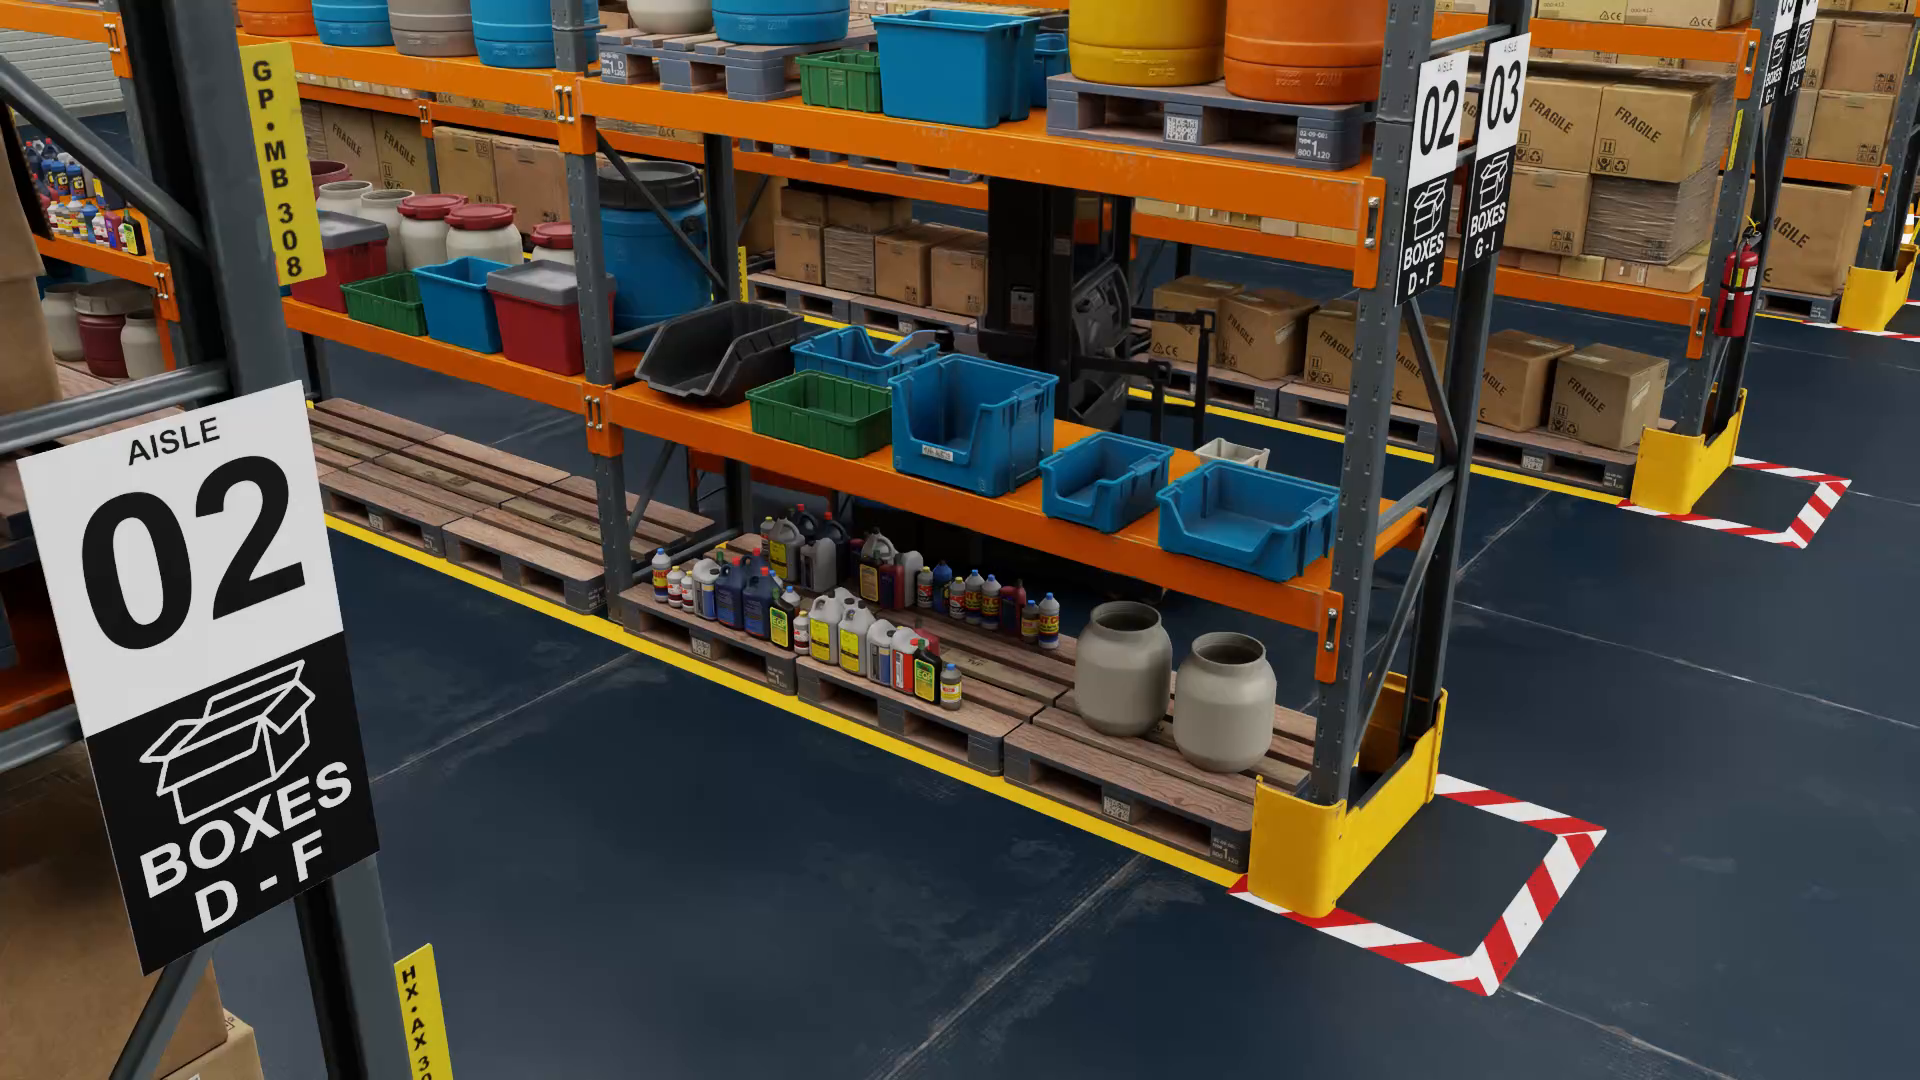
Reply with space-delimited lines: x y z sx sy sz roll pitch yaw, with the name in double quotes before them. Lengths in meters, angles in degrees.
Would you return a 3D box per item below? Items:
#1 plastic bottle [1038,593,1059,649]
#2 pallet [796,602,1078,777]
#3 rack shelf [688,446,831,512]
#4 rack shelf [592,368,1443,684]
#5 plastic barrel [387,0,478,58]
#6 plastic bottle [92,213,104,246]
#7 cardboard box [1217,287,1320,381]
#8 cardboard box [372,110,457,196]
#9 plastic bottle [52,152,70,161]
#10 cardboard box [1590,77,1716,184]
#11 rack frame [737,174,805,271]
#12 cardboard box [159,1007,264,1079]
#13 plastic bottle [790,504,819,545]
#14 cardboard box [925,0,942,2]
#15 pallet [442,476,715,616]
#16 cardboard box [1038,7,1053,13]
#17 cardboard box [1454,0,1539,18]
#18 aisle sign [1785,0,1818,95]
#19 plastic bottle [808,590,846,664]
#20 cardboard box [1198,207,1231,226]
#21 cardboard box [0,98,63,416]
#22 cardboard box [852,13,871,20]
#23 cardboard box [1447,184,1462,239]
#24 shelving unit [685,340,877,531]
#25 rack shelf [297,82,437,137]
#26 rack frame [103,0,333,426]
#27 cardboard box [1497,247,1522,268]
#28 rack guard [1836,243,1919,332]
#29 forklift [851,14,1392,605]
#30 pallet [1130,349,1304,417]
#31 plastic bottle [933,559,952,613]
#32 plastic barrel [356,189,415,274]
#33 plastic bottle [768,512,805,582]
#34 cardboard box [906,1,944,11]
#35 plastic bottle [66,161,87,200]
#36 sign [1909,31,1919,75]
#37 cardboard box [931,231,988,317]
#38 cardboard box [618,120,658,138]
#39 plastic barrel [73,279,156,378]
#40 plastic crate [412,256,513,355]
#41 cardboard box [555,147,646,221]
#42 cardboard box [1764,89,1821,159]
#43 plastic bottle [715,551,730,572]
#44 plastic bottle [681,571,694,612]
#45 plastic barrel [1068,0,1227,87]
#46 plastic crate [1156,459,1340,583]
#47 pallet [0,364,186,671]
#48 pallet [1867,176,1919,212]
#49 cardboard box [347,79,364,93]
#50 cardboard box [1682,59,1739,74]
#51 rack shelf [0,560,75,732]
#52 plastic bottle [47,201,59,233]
"plastic bottle" 0.428 0.382 8.000 0.097 0.271 0.097 0 24 0
"pallet" -0.016 0.654 8.005 1.213 0.211 1.003 17 29 33
"rack shelf" -1.057 -0.425 9.926 1.000 0.278 0.538 13 27 26
"rack shelf" 0.091 -0.280 7.558 4.000 0.370 1.077 17 29 33
"plastic barrel" -2.570 -2.906 8.284 0.600 0.901 0.600 0 24 0
"plastic bottle" -5.633 -2.043 10.913 0.097 0.201 0.097 0 24 0
"cardboard box" 2.220 -1.494 12.000 0.500 0.500 0.500 -16 28 -31
"cardboard box" -5.420 -4.031 17.293 0.875 0.875 0.875 17 29 33
"plastic bottle" -6.706 -2.770 12.470 0.135 0.276 0.152 17 29 33
"cardboard box" 4.074 -2.417 9.782 0.500 0.500 0.500 17 29 33
"rack frame" -1.739 -3.658 14.333 0.127 3.000 1.000 17 29 33
"cardboard box" -1.467 0.964 2.913 0.250 0.149 0.380 17 29 33
"plastic bottle" -0.821 -0.020 8.814 0.185 0.351 0.144 16 28 32
"cardboard box" -0.187 -6.137 19.011 0.250 0.149 0.380 16 29 33
"pallet" -2.161 0.005 9.476 1.213 0.211 1.003 17 29 33
"cardboard box" 1.059 -5.759 18.154 0.250 0.149 0.380 17 29 33
"cardboard box" 3.318 -3.309 10.006 0.500 0.250 0.500 18 29 34
"aisle sign" 4.892 -2.995 9.604 0.004 0.787 0.394 17 29 33
"plastic bottle" -0.621 0.395 7.873 0.185 0.351 0.144 17 29 33
"cardboard box" 1.862 -2.311 11.587 0.250 0.149 0.380 17 29 33
"cardboard box" -1.739 -0.345 2.270 0.637 0.503 0.797 19 30 37
"cardboard box" -1.004 -5.920 18.887 0.250 0.149 0.380 18 30 35
"cardboard box" 3.392 -2.265 10.677 0.500 0.500 0.875 17 29 33
"shelving unit" -1.057 -0.649 9.827 1.048 1.125 0.538 13 27 26
"rack shelf" -6.541 -4.780 17.771 4.000 0.370 1.077 17 29 33
"rack frame" -4.710 -2.060 10.706 0.127 3.000 1.000 17 29 33
"cardboard box" 3.514 -1.855 10.552 0.250 0.149 0.380 17 29 33
"rack guard" 7.737 -2.150 14.010 0.348 0.500 1.175 17 29 33
"forklift" 0.949 -1.236 8.921 3.031 2.935 1.130 9 25 20
"pallet" 2.020 -1.264 12.357 1.213 0.211 1.003 17 29 33
"plastic bottle" -0.089 0.226 8.354 0.097 0.271 0.097 0 24 0
"plastic barrel" -3.422 -1.830 10.044 0.421 0.512 0.421 0 24 0
"plastic bottle" -0.907 0.027 8.708 0.185 0.351 0.144 17 29 33
"cardboard box" -0.384 -5.868 18.400 0.250 0.149 0.380 18 30 36
"plastic bottle" -6.472 -2.634 12.168 0.097 0.271 0.097 0 24 0
"sign" 7.381 -3.766 12.848 0.005 0.325 0.100 17 29 33
"cardboard box" 0.165 -2.161 13.488 0.500 0.500 0.700 14 27 29
"cardboard box" -2.678 -3.866 14.680 0.500 0.500 0.500 17 29 33
"plastic barrel" -6.015 -1.535 11.984 0.708 0.588 0.600 17 29 33
"plastic crate" -2.578 -1.252 8.892 0.575 0.384 0.392 17 29 33
"cardboard box" -2.988 -3.270 15.566 0.875 0.875 1.225 17 29 33
"cardboard box" 6.940 -3.569 13.945 0.550 0.550 0.875 17 29 33
"plastic bottle" -1.179 0.202 8.395 0.133 0.283 0.061 17 29 33
"plastic bottle" -1.354 0.254 8.379 0.097 0.201 0.097 0 24 0
"plastic barrel" 0.703 -2.012 6.121 0.600 0.588 0.600 0 24 0
"plastic crate" 1.112 -0.082 6.401 0.616 0.251 0.499 17 29 33
"pallet" -1.832 -0.040 2.511 1.213 0.211 1.003 17 29 33
"pallet" 9.916 -3.871 18.275 1.213 0.211 1.003 17 29 33
"cardboard box" -5.998 -4.665 16.930 0.250 0.149 0.380 17 29 34
"cardboard box" 6.582 -4.247 14.144 0.550 0.550 0.875 17 29 33
"rack shelf" -2.883 -0.056 3.328 4.000 0.370 1.077 17 29 33
"plastic bottle" -6.101 -2.184 11.233 0.097 0.201 0.097 0 24 0
